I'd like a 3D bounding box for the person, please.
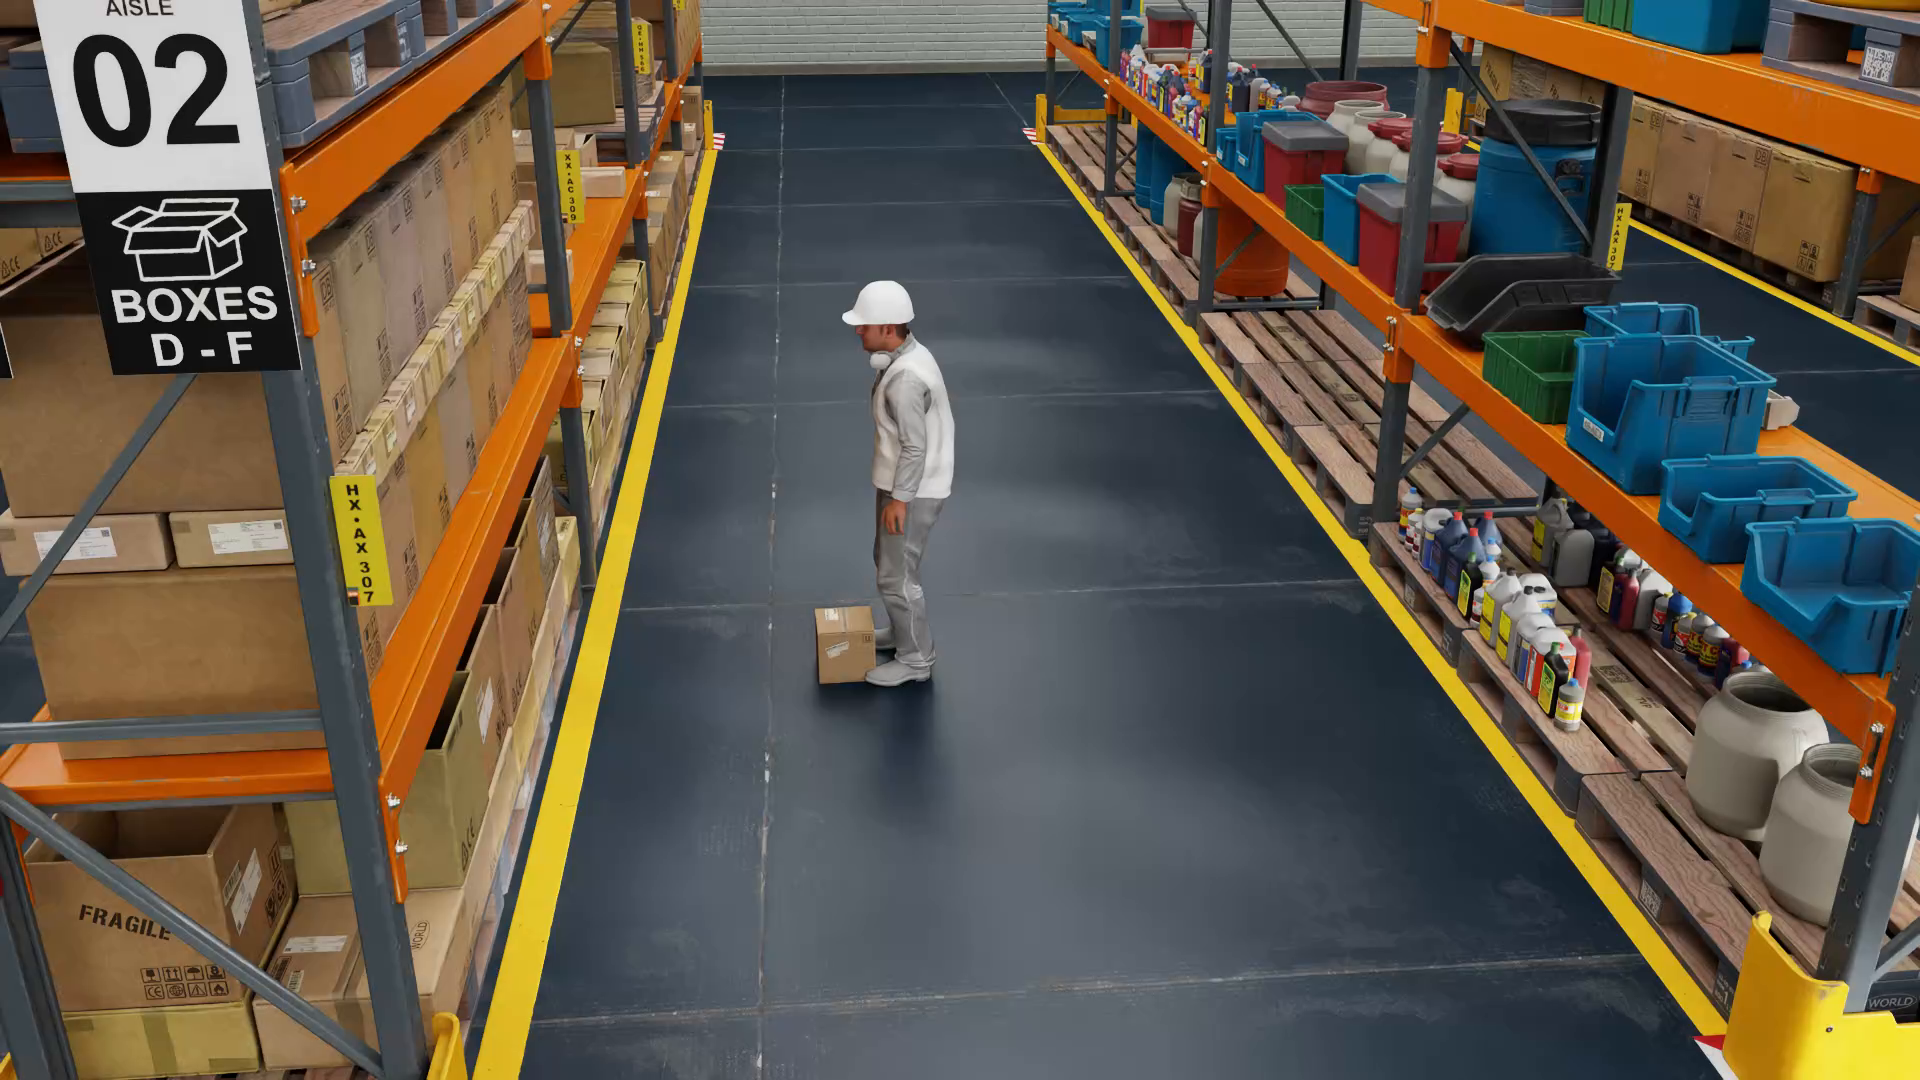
[{"bbox_3d":[-0.254,-0.247,7.136,0.462,1.768,0.580,-2,24,-5],"label":"person"}]
